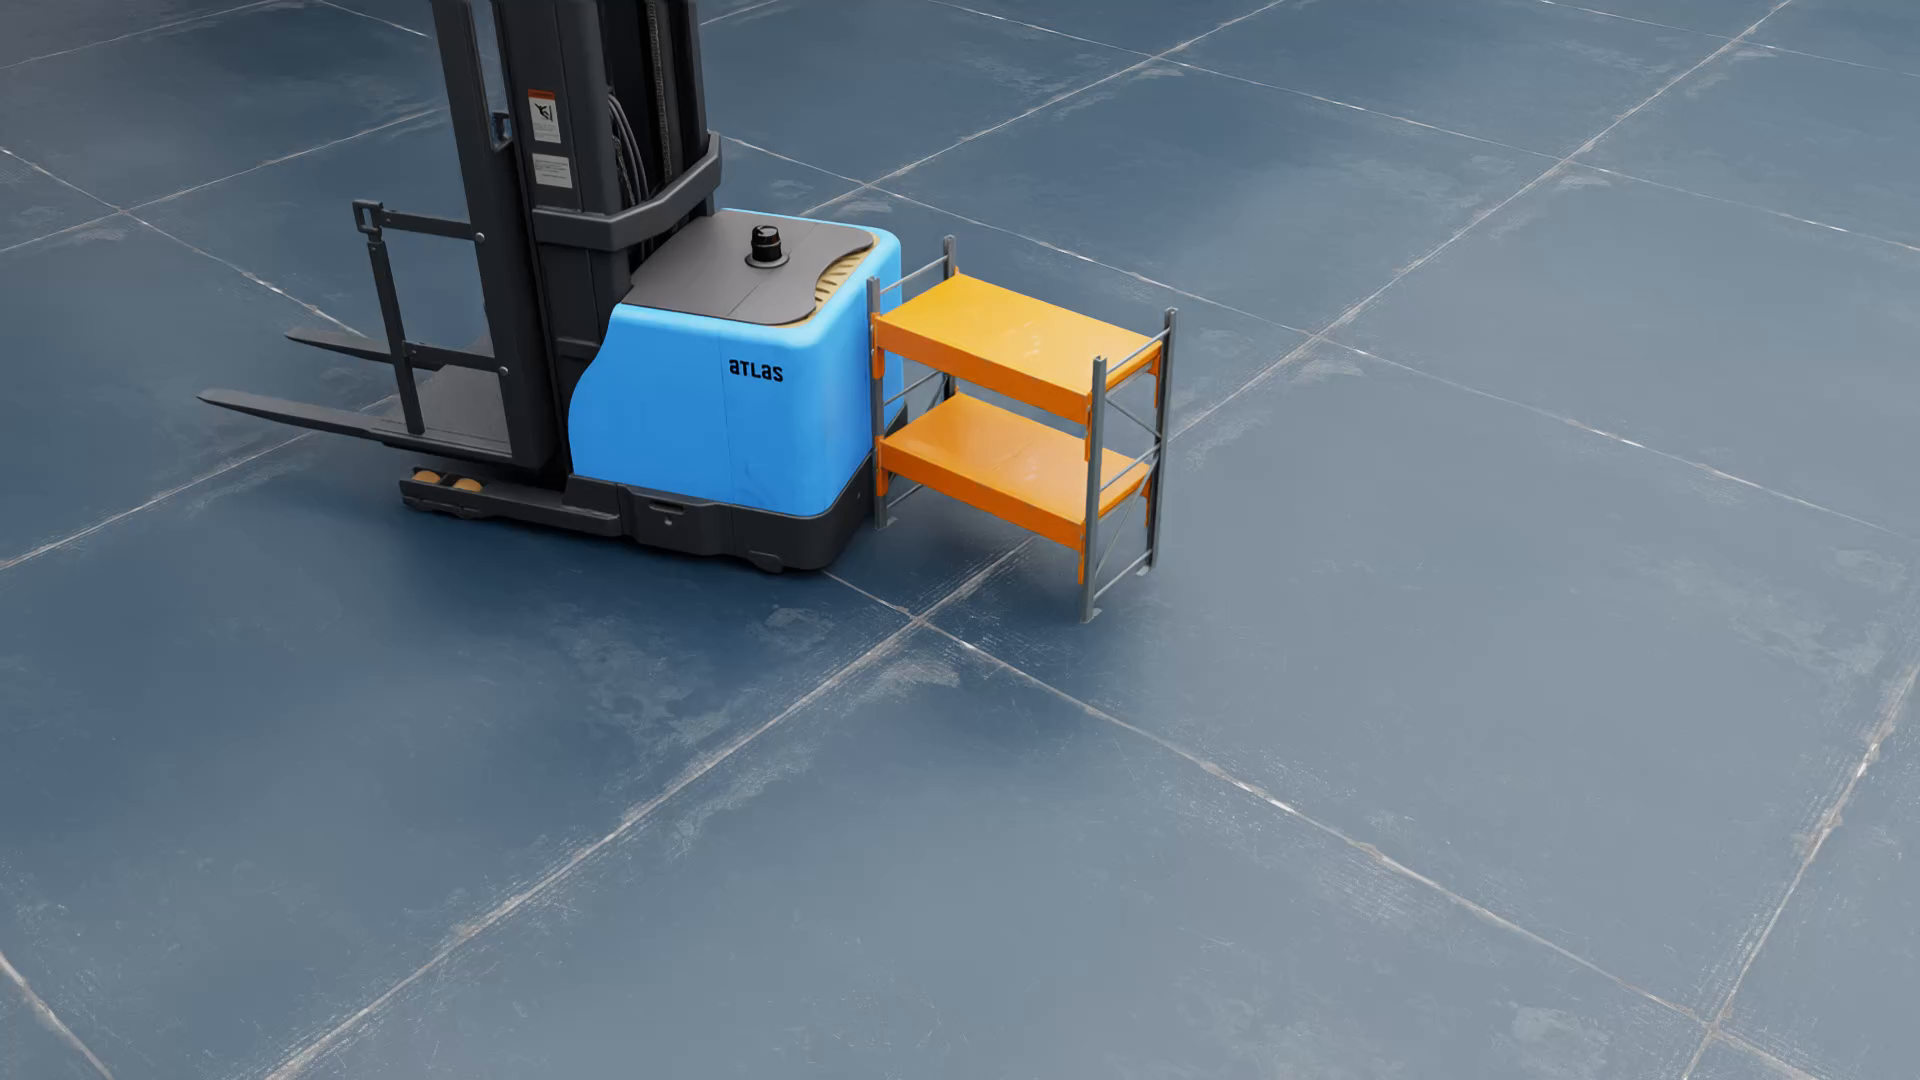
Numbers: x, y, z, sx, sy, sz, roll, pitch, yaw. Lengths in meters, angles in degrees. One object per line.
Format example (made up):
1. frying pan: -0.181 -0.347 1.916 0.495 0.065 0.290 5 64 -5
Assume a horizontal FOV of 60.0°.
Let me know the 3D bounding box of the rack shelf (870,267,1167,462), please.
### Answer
1. rack shelf: 0.217 -0.677 6.225 1.000 0.278 0.538 24 41 30

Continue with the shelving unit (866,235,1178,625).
1. shelving unit: 0.217 -0.436 6.391 1.048 1.125 0.538 24 41 30

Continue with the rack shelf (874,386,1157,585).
1. rack shelf: 0.218 -0.234 6.530 1.000 0.278 0.538 24 41 30

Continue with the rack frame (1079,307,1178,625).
1. rack frame: 0.618 -0.259 6.133 0.032 1.125 0.500 24 41 30

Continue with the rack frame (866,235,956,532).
1. rack frame: -0.183 -0.613 6.649 0.032 1.125 0.500 24 41 30

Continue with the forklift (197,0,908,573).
1. forklift: -1.798 -1.566 6.441 3.031 2.935 1.130 10 36 15
